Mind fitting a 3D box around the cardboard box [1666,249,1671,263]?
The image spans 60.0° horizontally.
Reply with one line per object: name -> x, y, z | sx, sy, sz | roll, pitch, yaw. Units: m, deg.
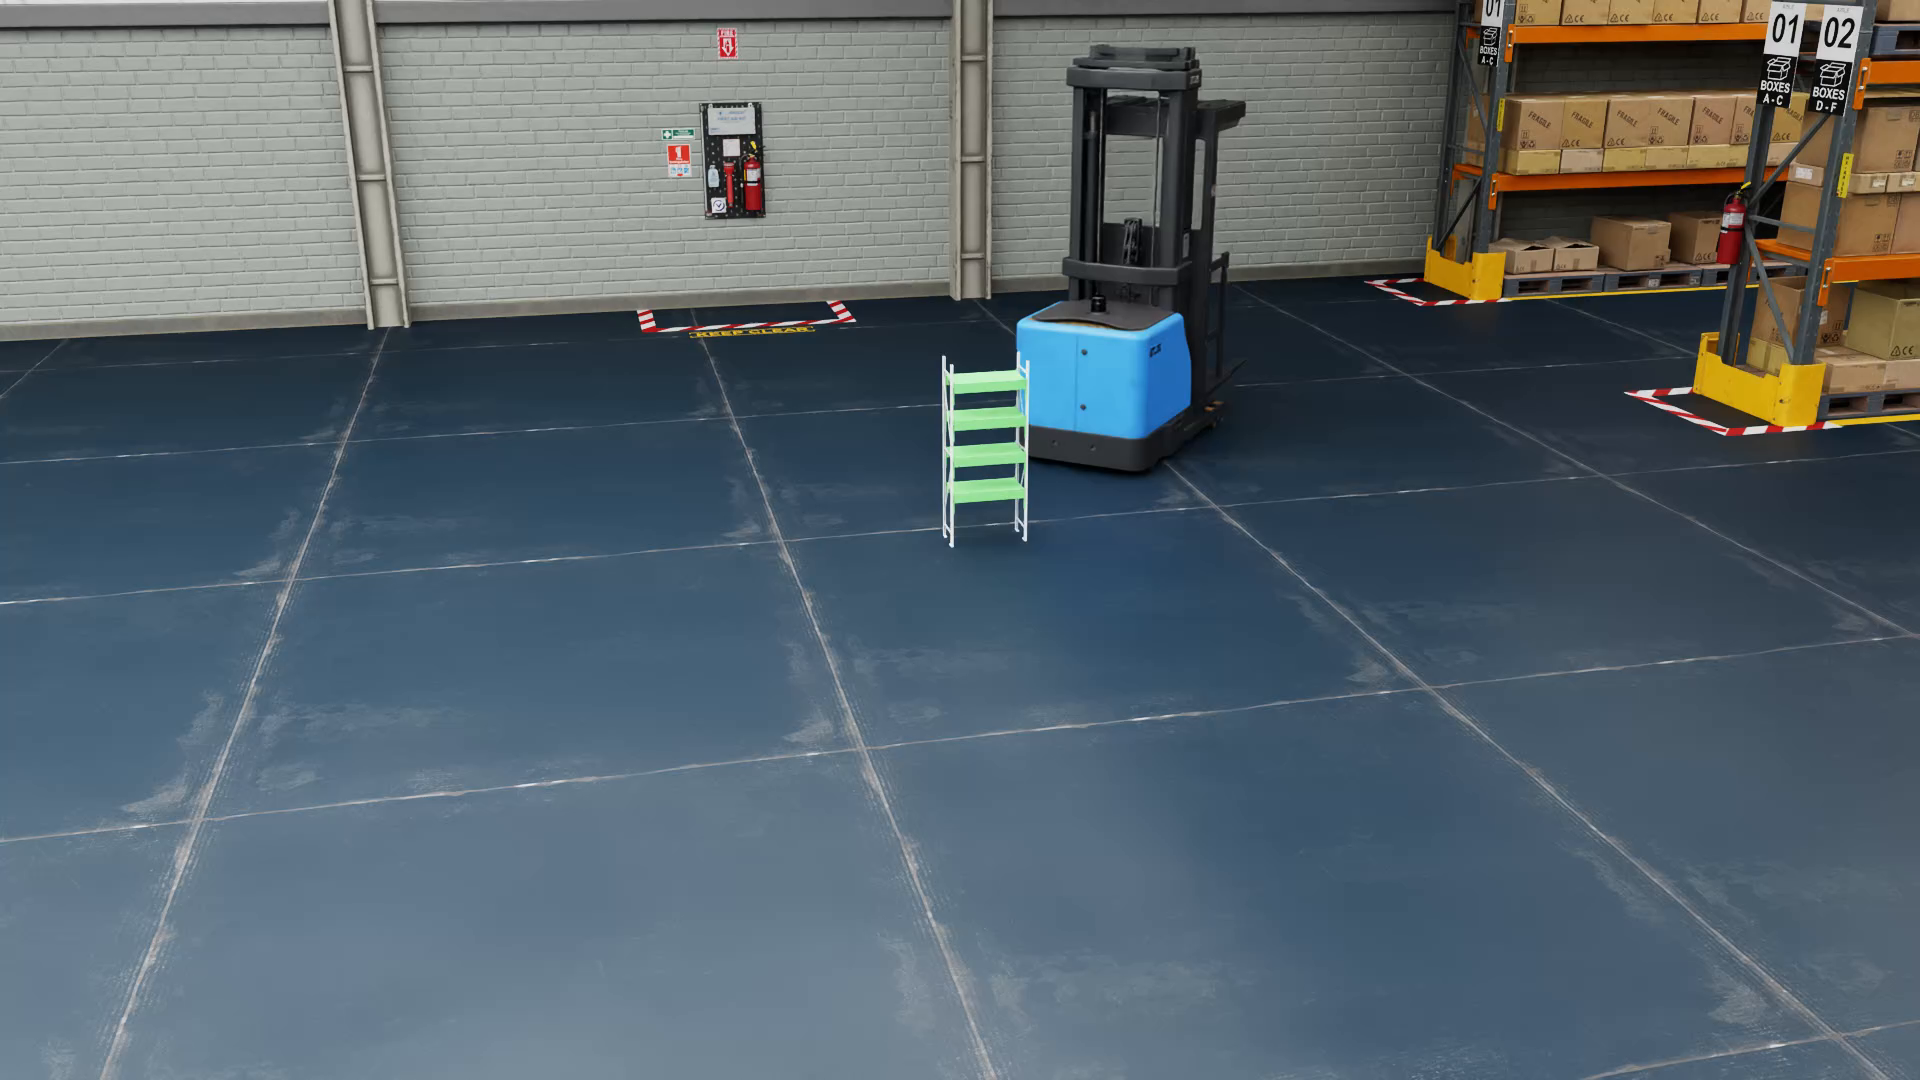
cardboard box -> 7.800, -3.239, 18.802 | 0.250, 0.149, 0.380 | -6, 21, -17

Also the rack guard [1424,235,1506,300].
rack guard -> 5.542, -3.007, 18.297 | 0.348, 0.500, 1.175 | -5, 21, -12

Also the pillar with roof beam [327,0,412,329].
pillar with roof beam -> -4.737, -4.946, 11.233 | 0.400, 9.000, 9.100 | -5, 21, -12

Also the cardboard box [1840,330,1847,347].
cardboard box -> 7.549, -1.608, 14.230 | 0.500, 0.250, 0.500 | -5, 21, -12

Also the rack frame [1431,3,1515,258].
rack frame -> 5.468, -4.175, 17.850 | 0.127, 3.000, 1.000 | -5, 21, -12

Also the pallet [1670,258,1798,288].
pallet -> 8.715, -3.117, 19.017 | 1.213, 0.211, 1.003 | -5, 21, -12

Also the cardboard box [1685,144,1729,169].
cardboard box -> 7.997, -4.210, 18.135 | 0.500, 0.250, 0.500 | -5, 21, -13

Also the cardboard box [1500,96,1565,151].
cardboard box -> 6.002, -4.403, 17.572 | 0.500, 0.500, 0.500 | -5, 21, -12

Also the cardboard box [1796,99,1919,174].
cardboard box -> 7.120, -3.210, 13.185 | 0.500, 0.500, 0.700 | -5, 21, -12

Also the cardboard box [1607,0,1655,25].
cardboard box -> 6.886, -5.655, 17.357 | 0.500, 0.500, 0.500 | -4, 20, -10

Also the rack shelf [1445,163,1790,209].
rack shelf -> 7.415, -3.995, 18.406 | 4.000, 0.370, 1.077 | -5, 21, -12

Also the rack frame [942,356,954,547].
rack frame -> -0.076, -0.557, 10.591 | 0.015, 1.200, 0.240 | -5, 21, -12

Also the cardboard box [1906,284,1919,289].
cardboard box -> 8.155, -1.827, 13.738 | 0.500, 0.500, 0.500 | -5, 21, -12

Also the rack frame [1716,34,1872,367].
rack frame -> 6.612, -2.517, 13.324 | 0.127, 3.000, 1.000 | -5, 21, -12

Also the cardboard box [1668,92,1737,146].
cardboard box -> 7.995, -4.564, 18.011 | 0.500, 0.500, 0.500 | -5, 21, -14

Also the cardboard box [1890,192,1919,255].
cardboard box -> 7.579, -2.640, 13.514 | 0.500, 0.500, 0.700 | -4, 21, -11

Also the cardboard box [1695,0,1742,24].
cardboard box -> 7.901, -5.741, 17.591 | 0.500, 0.500, 0.500 | -5, 21, -15

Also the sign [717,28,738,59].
sign -> -2.333, -4.983, 16.687 | 0.199, 0.298, 0.001 | -5, 21, -12

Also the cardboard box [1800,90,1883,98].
cardboard box -> 9.864, -4.774, 18.701 | 0.500, 0.500, 0.700 | -5, 21, -12

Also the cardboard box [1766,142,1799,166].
cardboard box -> 8.970, -4.291, 18.358 | 0.500, 0.250, 0.500 | -5, 21, -12

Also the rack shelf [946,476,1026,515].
rack shelf -> 0.161, -0.291, 10.749 | 0.480, 0.148, 0.258 | -5, 21, -12

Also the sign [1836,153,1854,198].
sign -> 6.734, -2.774, 12.654 | 0.005, 0.325, 0.100 | -5, 21, -12

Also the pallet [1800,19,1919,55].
pallet -> 7.306, -3.931, 12.953 | 1.213, 0.211, 1.003 | -5, 21, -12

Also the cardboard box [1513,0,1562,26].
cardboard box -> 5.851, -5.582, 17.157 | 0.500, 0.500, 0.500 | -4, 21, -11

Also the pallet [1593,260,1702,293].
pallet -> 7.526, -3.019, 18.750 | 1.213, 0.211, 1.003 | -5, 21, -12

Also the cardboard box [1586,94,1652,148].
cardboard box -> 6.989, -4.478, 17.776 | 0.500, 0.500, 0.500 | -5, 21, -14

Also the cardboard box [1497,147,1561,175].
cardboard box -> 6.016, -4.046, 17.688 | 0.500, 0.250, 0.500 | -5, 21, -14

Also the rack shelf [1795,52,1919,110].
rack shelf -> 8.558, -3.746, 13.364 | 4.000, 0.370, 1.077 | -5, 21, -12

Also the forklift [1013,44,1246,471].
forklift -> 1.511, -2.336, 12.929 | 1.130, 2.935, 3.031 | 10, 22, 25

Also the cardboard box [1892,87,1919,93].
cardboard box -> 11.043, -4.878, 18.986 | 0.500, 0.500, 0.700 | -2, 20, -5

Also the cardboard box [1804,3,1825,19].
cardboard box -> 8.924, -5.833, 17.842 | 0.500, 0.500, 0.500 | -4, 21, -11

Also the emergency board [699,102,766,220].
emergency board -> -2.302, -3.862, 16.996 | 0.643, 1.169, 0.194 | -5, 21, -12

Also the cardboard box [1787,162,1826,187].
cardboard box -> 6.940, -2.962, 13.452 | 0.250, 0.149, 0.380 | -5, 21, -13

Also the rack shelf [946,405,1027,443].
rack shelf -> 0.161, -0.742, 10.583 | 0.480, 0.148, 0.258 | -5, 21, -12

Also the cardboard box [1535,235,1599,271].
cardboard box -> 6.717, -3.189, 18.428 | 0.500, 0.311, 0.500 | -3, 20, -8

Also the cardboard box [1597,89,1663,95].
cardboard box -> 7.362, -4.693, 18.364 | 0.500, 0.500, 0.500 | -4, 21, -12

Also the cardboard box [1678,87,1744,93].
cardboard box -> 8.351, -4.775, 18.589 | 0.500, 0.500, 0.500 | -5, 21, -13

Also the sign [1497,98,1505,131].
sign -> 5.593, -4.400, 17.206 | 0.005, 0.325, 0.100 | -5, 21, -12

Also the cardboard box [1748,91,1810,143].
cardboard box -> 8.972, -4.641, 18.223 | 0.500, 0.500, 0.500 | -5, 21, -13

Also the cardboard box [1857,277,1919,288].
cardboard box -> 8.035, -2.001, 14.213 | 0.500, 0.500, 0.500 | -5, 21, -12

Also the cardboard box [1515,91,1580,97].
cardboard box -> 6.370, -4.611, 18.140 | 0.500, 0.500, 0.500 | -4, 21, -12

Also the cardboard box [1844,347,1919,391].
cardboard box -> 7.671, -1.432, 13.749 | 0.500, 0.250, 0.500 | -5, 21, -12

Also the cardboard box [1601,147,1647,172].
cardboard box -> 7.015, -4.130, 17.918 | 0.500, 0.250, 0.500 | -5, 21, -13

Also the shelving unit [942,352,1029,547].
shelving unit -> 0.161, -0.576, 10.644 | 0.503, 1.200, 0.258 | -5, 21, -12

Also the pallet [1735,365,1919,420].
pallet -> 7.346, -1.282, 14.008 | 1.213, 0.211, 1.003 | -5, 21, -12

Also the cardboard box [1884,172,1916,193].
cardboard box -> 7.299, -2.849, 13.143 | 0.250, 0.149, 0.380 | -5, 21, -14

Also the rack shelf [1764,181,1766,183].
rack shelf -> 11.307, -4.312, 19.270 | 4.000, 0.370, 1.077 | -5, 21, -12

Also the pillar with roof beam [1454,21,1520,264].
pillar with roof beam -> 6.941, -5.896, 13.826 | 0.400, 9.000, 9.100 | -5, 21, -12

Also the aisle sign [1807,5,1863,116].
aisle sign -> 6.618, -3.630, 12.583 | 0.004, 0.787, 0.394 | -5, 21, -12
